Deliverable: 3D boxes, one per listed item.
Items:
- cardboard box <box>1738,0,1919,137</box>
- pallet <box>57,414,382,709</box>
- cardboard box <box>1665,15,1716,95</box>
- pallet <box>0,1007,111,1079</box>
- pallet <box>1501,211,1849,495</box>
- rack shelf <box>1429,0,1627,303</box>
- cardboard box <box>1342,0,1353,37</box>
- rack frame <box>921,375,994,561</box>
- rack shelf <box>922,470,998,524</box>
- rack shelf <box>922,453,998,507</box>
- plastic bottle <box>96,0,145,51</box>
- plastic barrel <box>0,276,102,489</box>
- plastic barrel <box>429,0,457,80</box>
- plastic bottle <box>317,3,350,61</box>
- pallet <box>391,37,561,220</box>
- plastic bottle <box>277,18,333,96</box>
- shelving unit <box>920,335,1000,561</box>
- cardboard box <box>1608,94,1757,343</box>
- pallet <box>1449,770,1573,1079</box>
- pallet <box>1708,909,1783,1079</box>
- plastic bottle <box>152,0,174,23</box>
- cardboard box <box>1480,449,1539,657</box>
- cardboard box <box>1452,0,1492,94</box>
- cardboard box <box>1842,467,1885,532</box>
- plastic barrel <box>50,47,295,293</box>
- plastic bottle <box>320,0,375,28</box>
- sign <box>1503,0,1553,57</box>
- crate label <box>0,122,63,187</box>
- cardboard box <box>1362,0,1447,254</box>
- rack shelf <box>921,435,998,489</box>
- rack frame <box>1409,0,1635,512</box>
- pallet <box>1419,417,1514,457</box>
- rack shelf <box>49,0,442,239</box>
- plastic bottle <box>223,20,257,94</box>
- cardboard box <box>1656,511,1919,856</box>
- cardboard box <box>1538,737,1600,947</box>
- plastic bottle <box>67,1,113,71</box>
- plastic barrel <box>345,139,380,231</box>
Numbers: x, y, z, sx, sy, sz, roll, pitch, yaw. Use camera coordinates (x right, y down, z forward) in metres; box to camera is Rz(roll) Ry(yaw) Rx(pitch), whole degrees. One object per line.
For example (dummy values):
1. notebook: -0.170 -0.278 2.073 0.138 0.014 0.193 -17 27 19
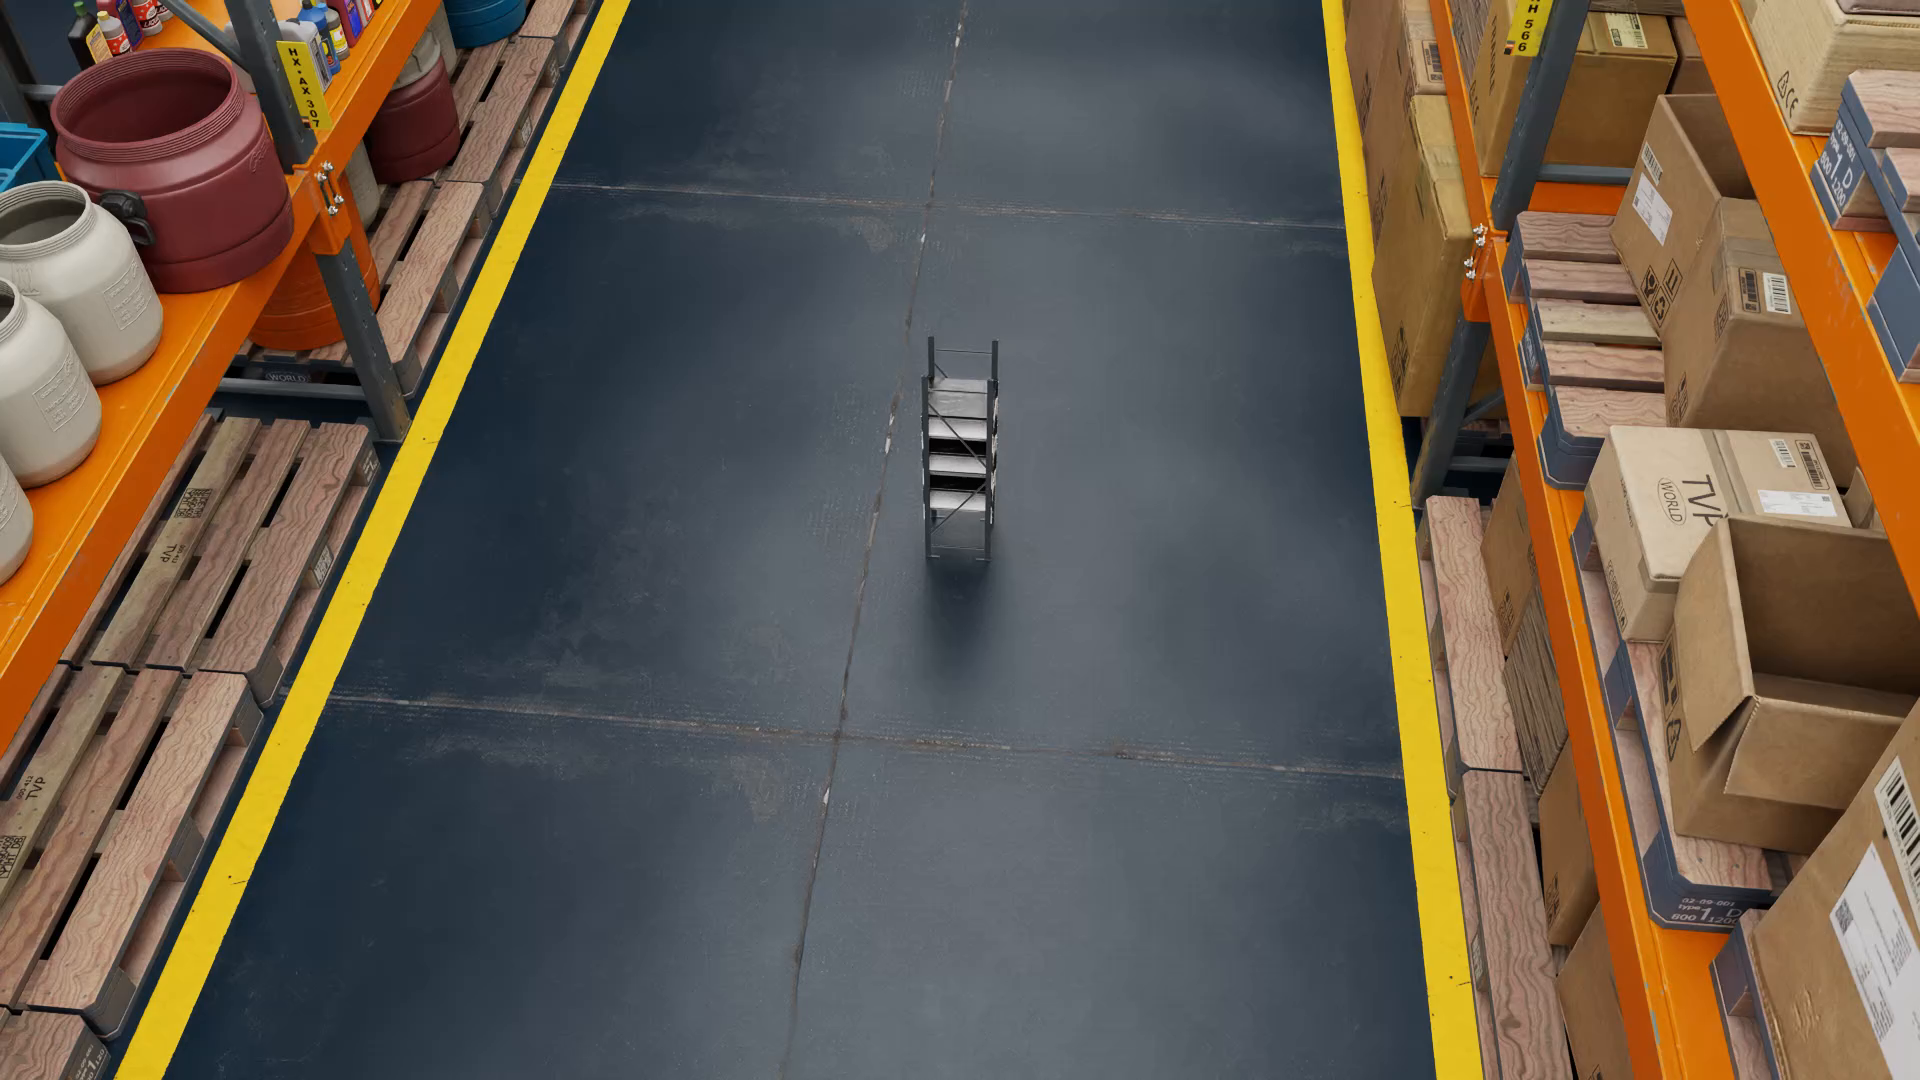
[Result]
1. cardboard box: 1.850 -1.013 3.213 0.500 0.250 0.500 5 48 4
2. pallet: -2.811 0.039 6.071 1.003 0.211 1.213 4 48 4
3. cardboard box: 2.546 -1.508 5.529 0.500 0.500 0.500 5 48 5
4. pallet: -3.033 1.832 4.431 1.003 0.211 1.213 4 48 4
5. pallet: 2.272 -0.540 4.841 1.213 0.211 1.003 4 48 4
6. rack shelf: 2.413 -2.362 6.865 1.077 0.370 4.000 4 48 4
7. cardboard box: 2.557 -3.028 8.142 1.225 0.875 0.875 4 48 4
8. rack frame: -0.009 -0.235 5.855 0.240 0.900 0.006 4 48 4
9. rack shelf: 0.001 -0.166 6.081 0.258 0.077 0.200 4 48 4
10. rack shelf: 0.001 -0.226 6.014 0.258 0.077 0.200 4 48 4
11. plastic bottle: -3.069 -1.925 6.057 0.061 0.283 0.133 4 48 4
12. plastic barrel: -2.621 -0.427 4.532 0.421 0.512 0.421 0 48 0
13. plastic barrel: -2.609 -2.382 7.797 0.421 0.512 0.421 0 48 0
14. plastic bottle: -2.294 -1.853 6.046 0.097 0.201 0.097 0 48 0
15. pallet: -2.558 -2.004 7.940 1.003 0.211 1.213 4 48 4
16. plastic bottle: -2.341 -1.723 5.877 0.152 0.276 0.135 4 48 4
17. shelving unit: 0.001 -0.310 5.923 0.258 0.900 0.210 4 48 4
18. cardboard box: 2.221 -0.912 4.699 0.500 0.500 0.500 -1 48 -1
19. pallet: 2.044 1.274 4.942 1.003 0.211 1.213 4 48 4
20. pallet: 2.080 1.317 3.143 1.003 0.211 1.213 4 48 4
21. plastic bottle: -3.031 -2.052 6.229 0.097 0.201 0.097 0 48 0
22. cardboard box: 2.189 0.053 5.564 0.700 0.500 0.500 2 48 1
23. cardboard box: 2.080 -1.915 5.901 0.500 0.500 0.500 3 48 3
24. cardboard box: 2.347 0.012 4.013 0.396 0.266 0.258 3 48 2
25. plastic barrel: -2.442 -1.153 5.180 0.600 0.536 0.708 4 48 4
26. plastic bottle: -2.298 -2.063 6.188 0.152 0.276 0.135 4 48 4
27. sign: 1.677 -1.561 4.860 0.100 0.325 0.005 4 48 4
28. crate label: -3.114 -1.128 5.362 0.303 0.233 0.416 4 48 4
29. cardboard box: 2.403 -1.720 6.946 1.225 0.875 0.875 4 48 4
30. rack shelf: 0.001 -0.287 5.948 0.258 0.077 0.200 4 48 4
31. rack frame: 2.231 -1.136 5.256 1.000 3.000 0.127 4 48 4
32. pallet: 2.377 -0.769 6.810 1.003 0.211 1.213 4 48 4
33. rack shelf: -2.520 -2.695 7.170 1.077 0.370 4.000 4 48 4
34. plastic bottle: -2.492 -1.733 5.887 0.152 0.276 0.135 4 48 4
35. cardboard box: 1.932 0.347 3.545 0.797 0.503 0.637 8 48 8
36. cardboard box: 2.107 0.879 4.809 0.700 0.500 0.500 7 48 7
37. plastic bottle: -3.090 -1.755 5.902 0.061 0.283 0.133 4 48 4
38. plastic barrel: -2.712 -1.552 7.038 0.421 0.512 0.421 0 48 0
